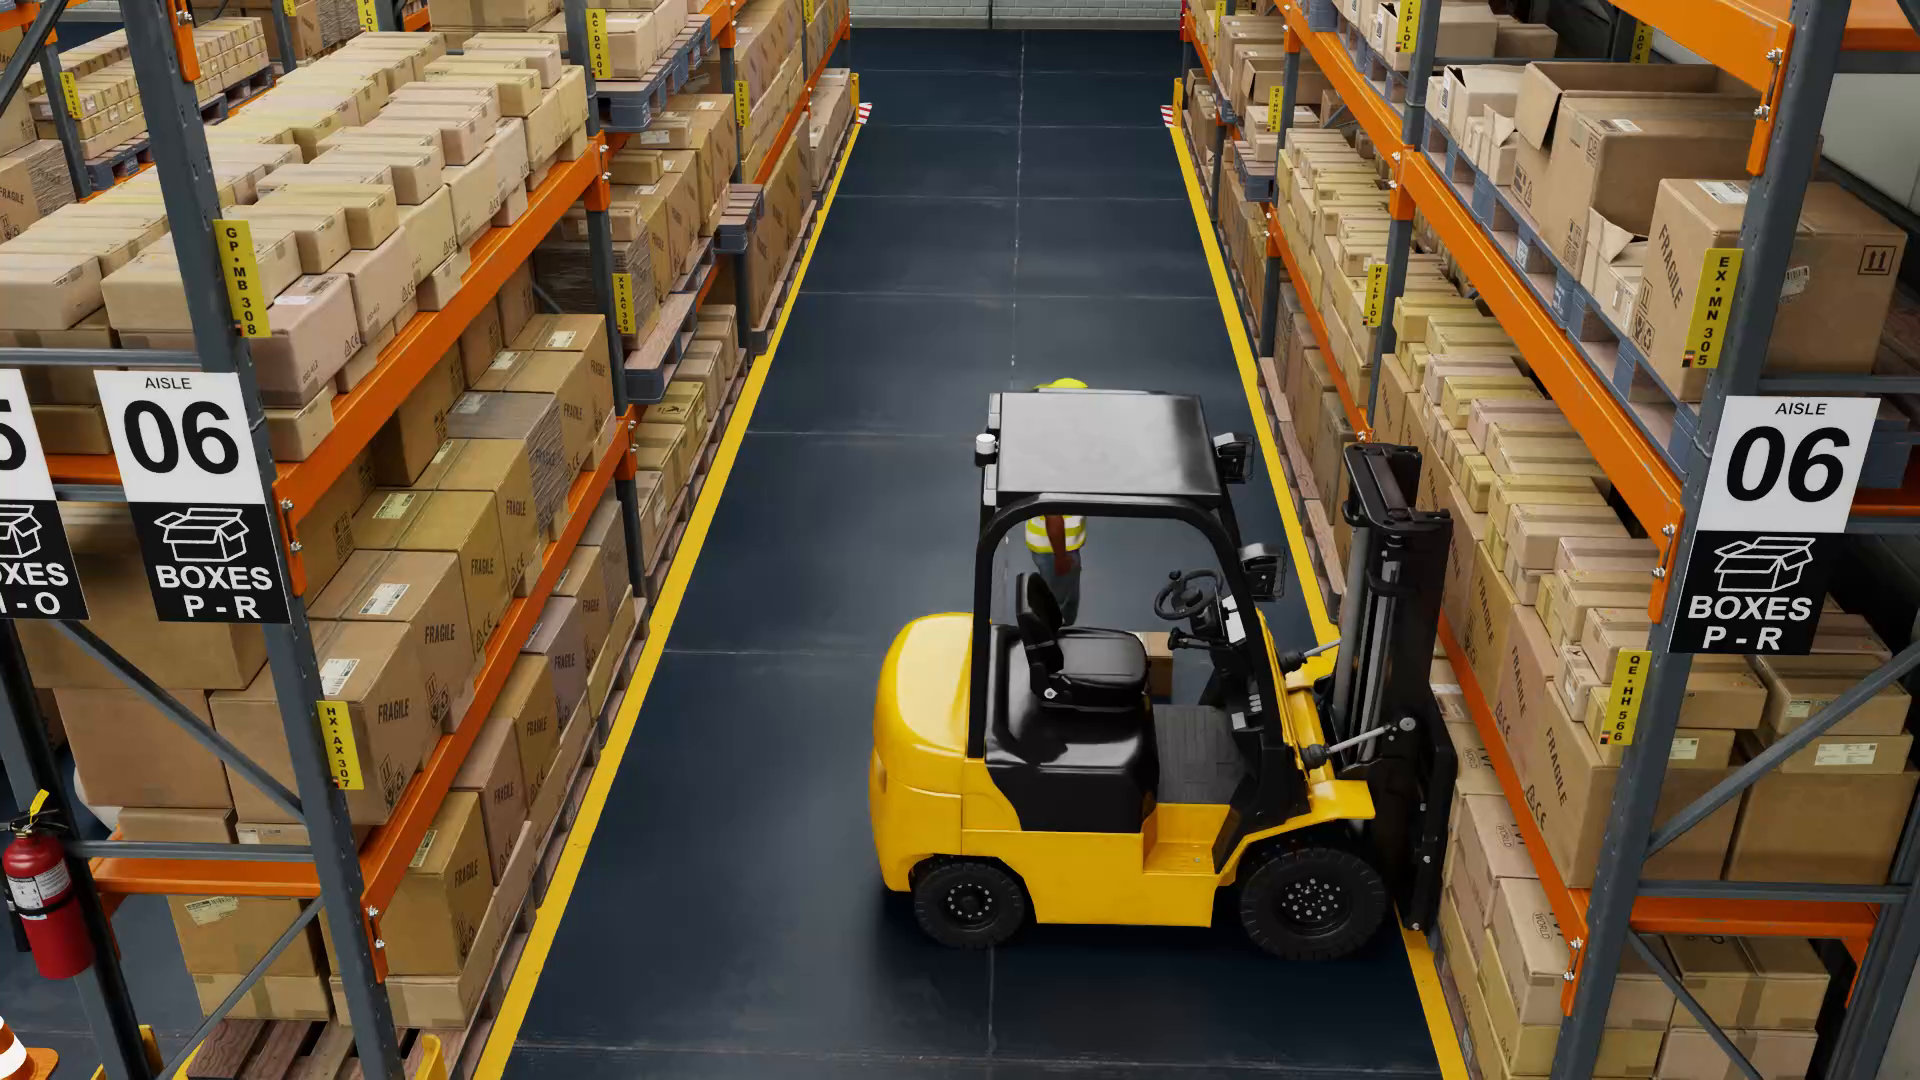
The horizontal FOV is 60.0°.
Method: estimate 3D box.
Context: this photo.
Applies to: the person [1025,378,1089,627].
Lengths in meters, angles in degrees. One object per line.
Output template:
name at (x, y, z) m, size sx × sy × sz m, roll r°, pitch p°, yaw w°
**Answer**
person at (0.509, -0.018, 8.637) m, size 0.373 × 1.757 × 0.569 m, roll 2°, pitch 28°, yaw 3°
